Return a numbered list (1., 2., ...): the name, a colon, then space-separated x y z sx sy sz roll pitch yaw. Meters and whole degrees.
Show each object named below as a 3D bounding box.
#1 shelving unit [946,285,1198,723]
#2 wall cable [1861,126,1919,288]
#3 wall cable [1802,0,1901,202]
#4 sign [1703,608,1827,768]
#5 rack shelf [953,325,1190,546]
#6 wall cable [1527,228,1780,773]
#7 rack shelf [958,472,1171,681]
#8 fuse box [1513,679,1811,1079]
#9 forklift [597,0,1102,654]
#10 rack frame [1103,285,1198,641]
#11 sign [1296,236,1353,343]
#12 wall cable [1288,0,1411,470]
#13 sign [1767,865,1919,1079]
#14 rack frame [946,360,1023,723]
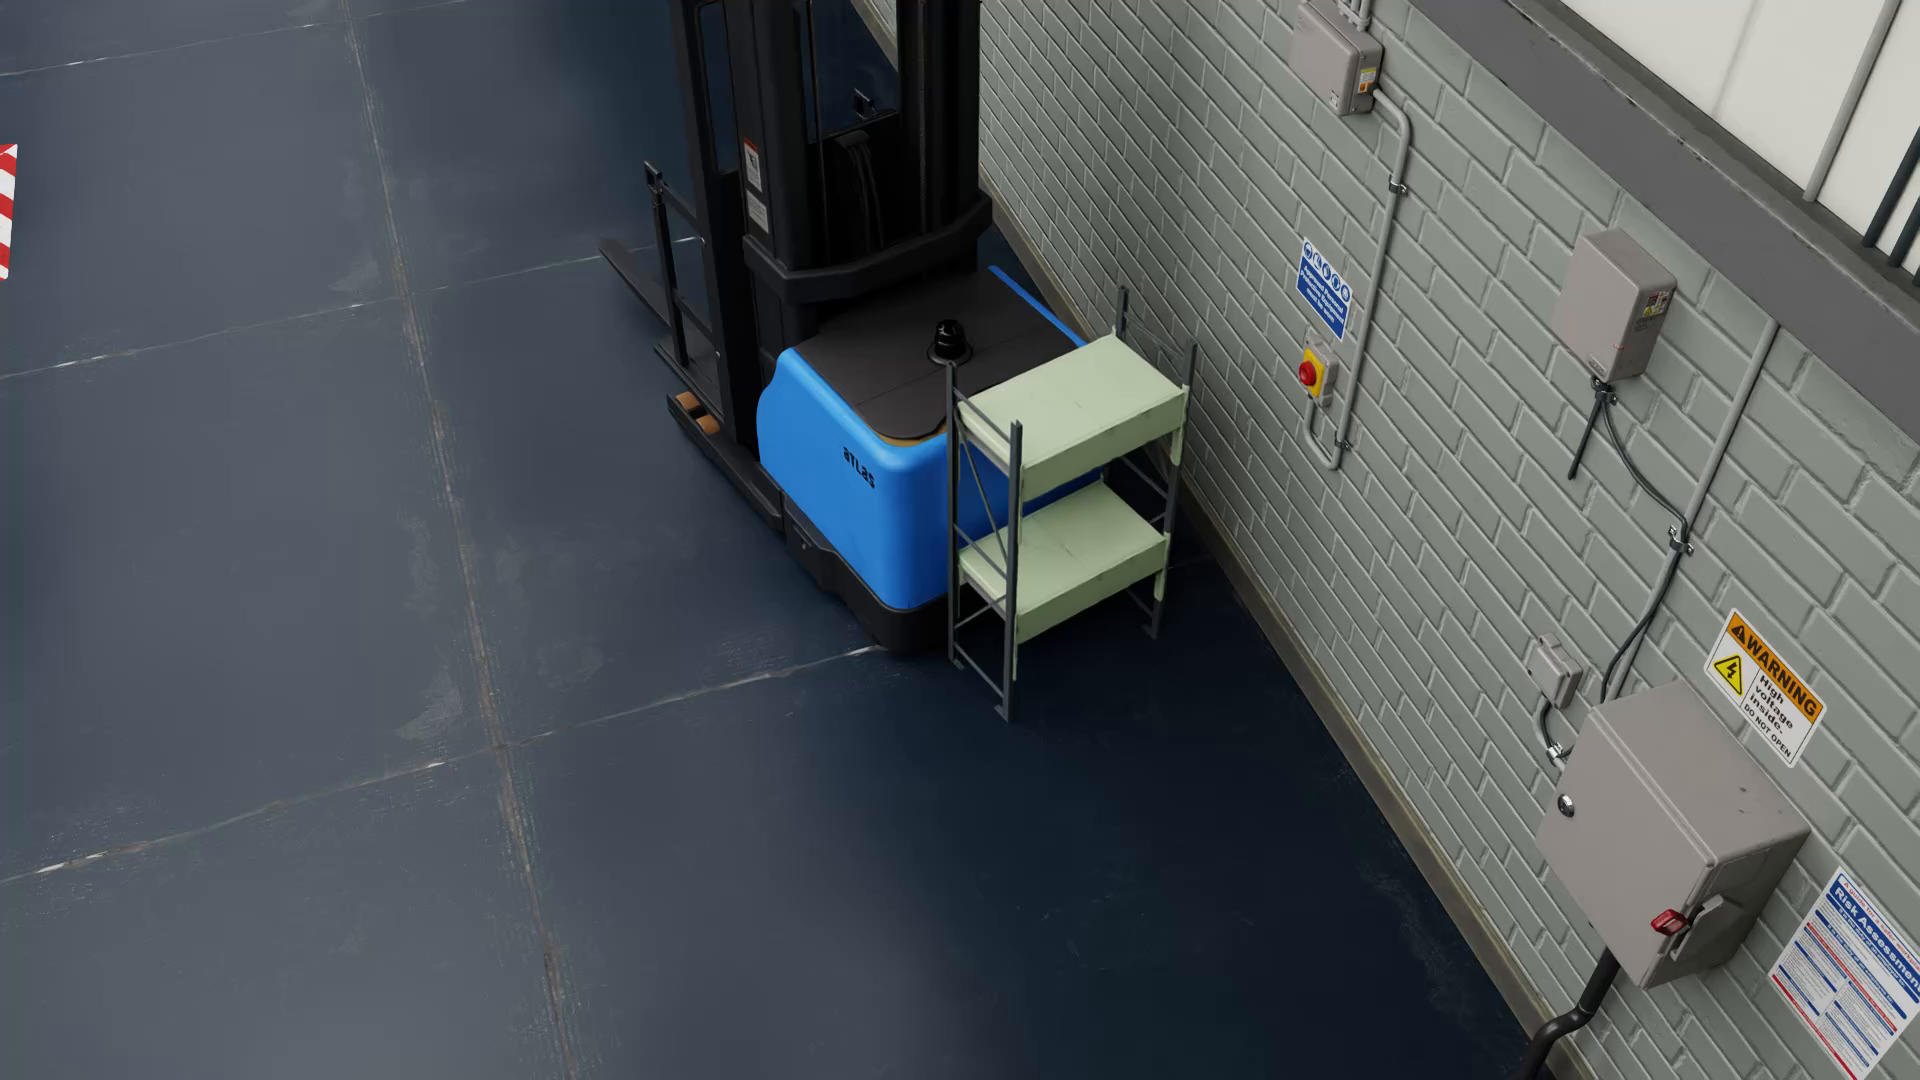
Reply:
1. shelving unit: 0.378 -0.098 6.099 0.755 1.500 0.431 -26 51 -24
2. wall cable: 2.302 -0.650 1.327 0.133 3.039 2.988 -14 47 -14
3. wall cable: 1.392 -2.502 3.199 0.029 3.000 2.355 -14 47 -14
4. sign: 1.932 0.355 4.005 0.001 0.242 0.339 -14 47 -14
5. rack shelf: 0.378 -0.374 5.822 0.720 0.370 0.431 -26 51 -24
6. wall cable: 1.673 -0.118 4.342 0.122 1.984 0.588 -14 47 -14
7. rack shelf: 0.378 0.132 6.329 0.720 0.370 0.431 -26 51 -24
8. fuse box: 1.756 1.188 4.667 0.414 1.711 0.539 -14 47 -14
9. forklift: -0.665 -1.604 6.588 1.130 2.935 3.031 -26 51 -23
10. rack frame: 0.678 -0.247 6.246 0.023 1.500 0.400 -26 51 -24
11. sign: 1.221 -0.844 5.592 0.001 0.218 0.327 -14 47 -14
12. wall cable: 1.180 -1.071 5.270 0.123 1.953 0.585 -14 47 -14
13. sign: 2.119 1.046 3.966 0.001 0.494 0.329 -14 47 -14
14. rack frame: 0.078 0.050 5.951 0.023 1.500 0.400 -26 51 -24
